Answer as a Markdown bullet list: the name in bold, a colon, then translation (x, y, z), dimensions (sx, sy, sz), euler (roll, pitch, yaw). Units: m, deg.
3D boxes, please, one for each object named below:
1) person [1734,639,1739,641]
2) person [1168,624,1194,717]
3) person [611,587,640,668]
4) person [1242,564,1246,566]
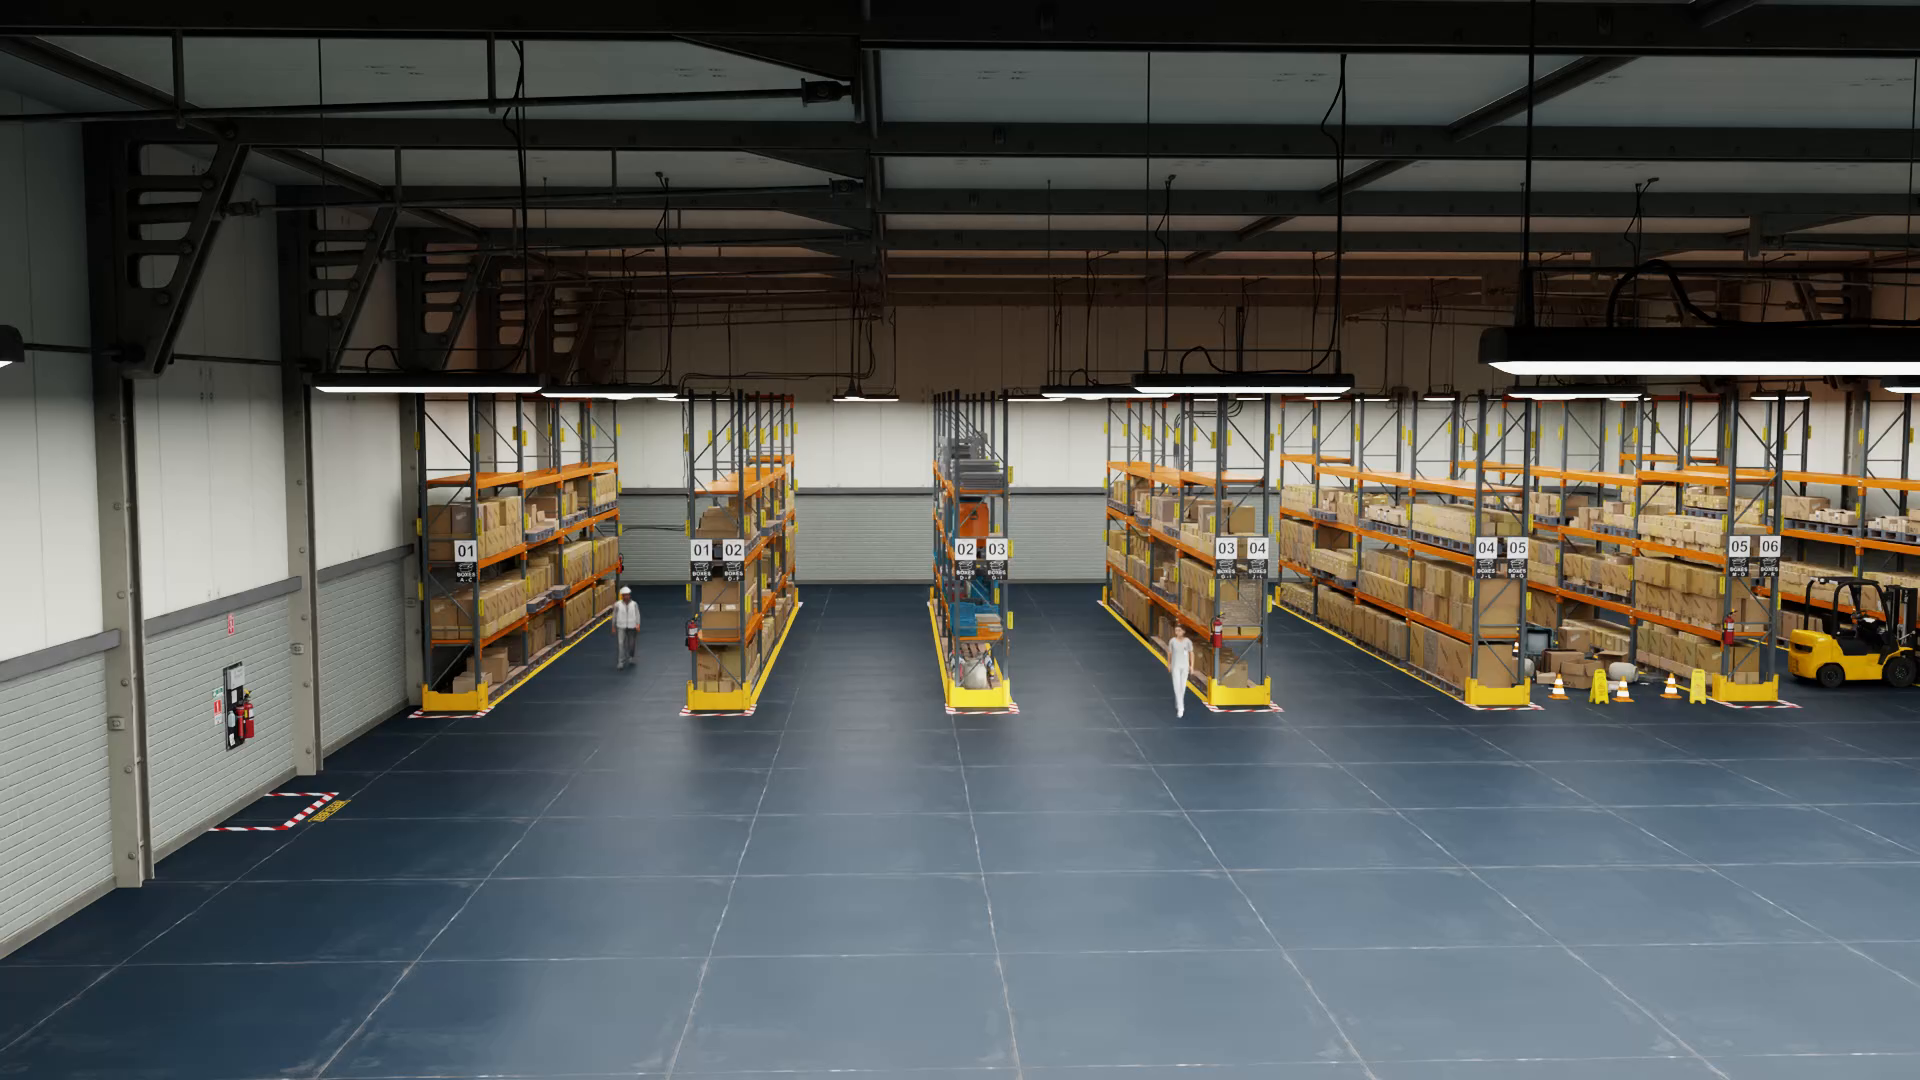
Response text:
- **person**: translation (17.047, 1.916, 36.583), dimensions (0.584, 1.659, 0.726), euler (-1, 5, -16)
- **person**: translation (4.096, 2.377, 30.762), dimensions (0.470, 1.652, 0.836), euler (0, 5, -1)
- **person**: translation (-7.283, 1.884, 36.218), dimensions (0.617, 1.704, 1.058), euler (-1, 5, -12)
- **person**: translation (7.470, 1.316, 43.989), dimensions (0.536, 1.648, 0.436), euler (-4, 6, -39)
